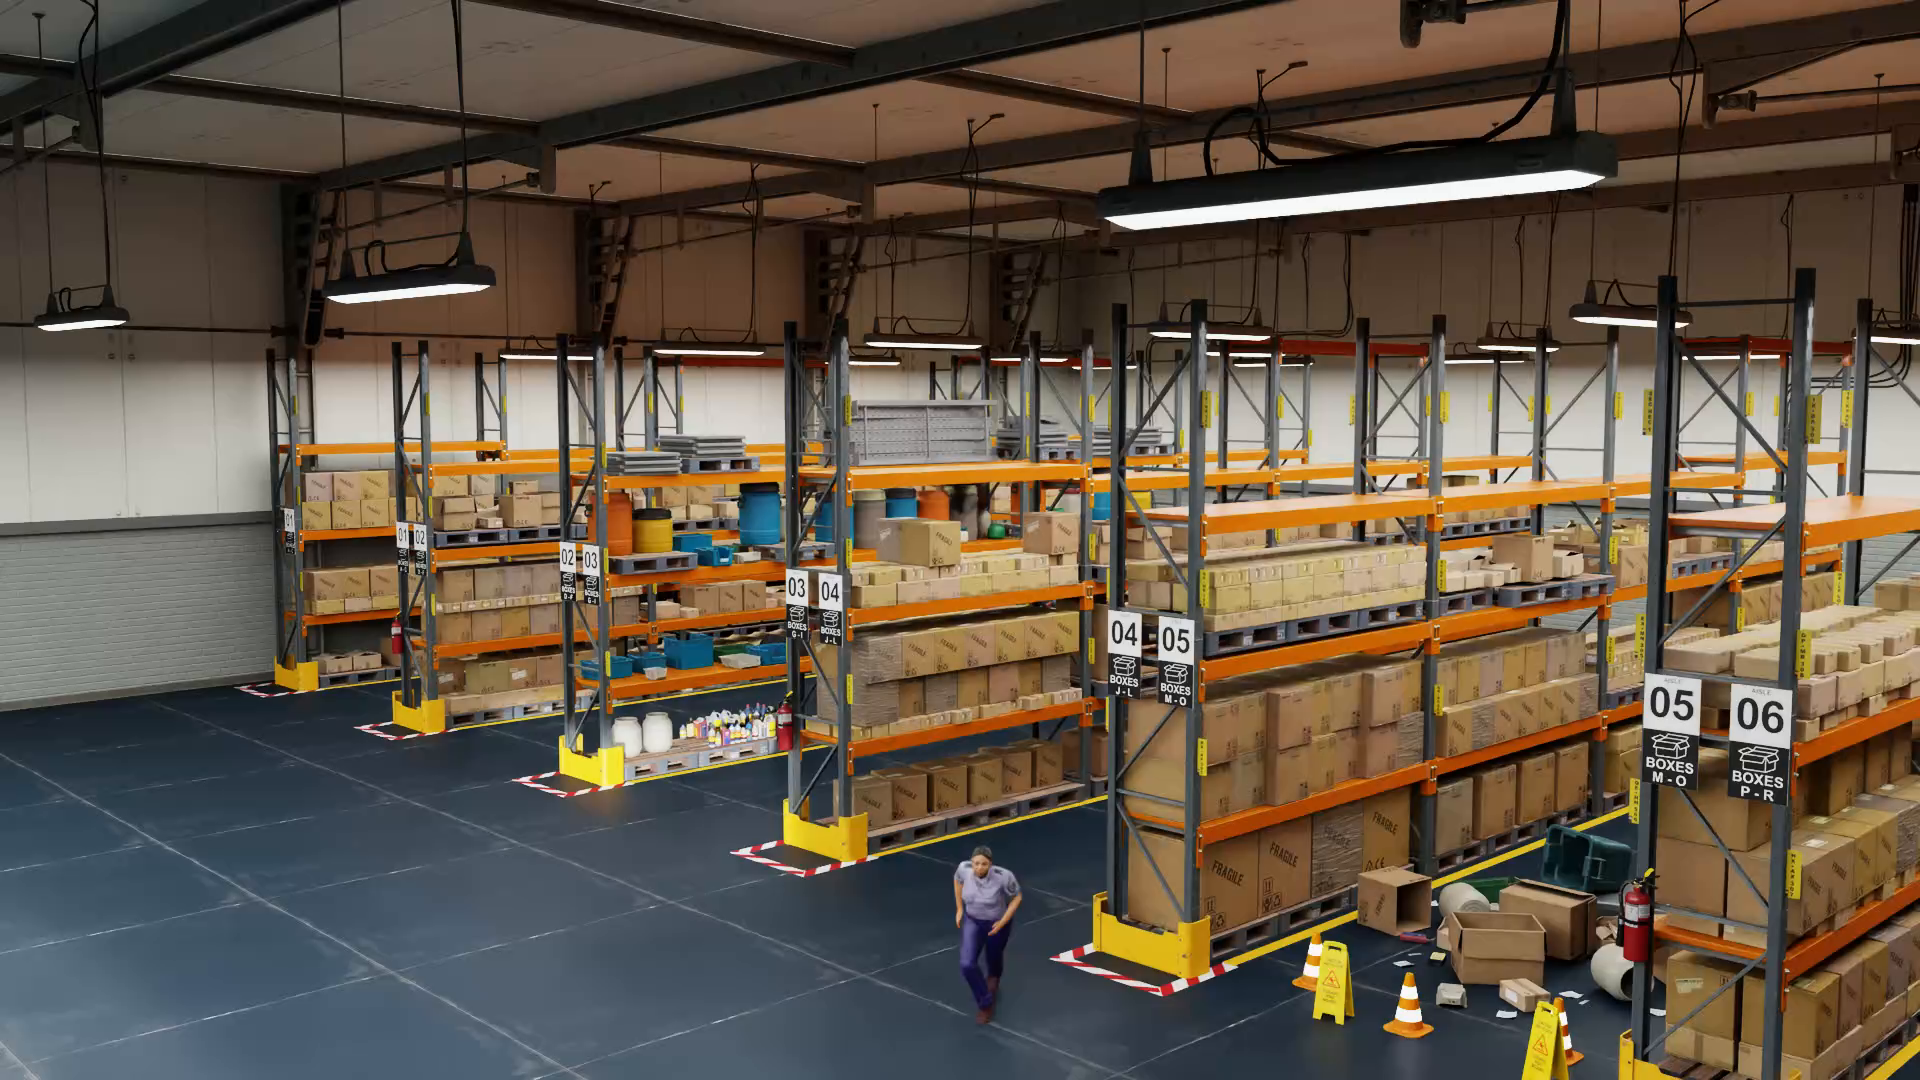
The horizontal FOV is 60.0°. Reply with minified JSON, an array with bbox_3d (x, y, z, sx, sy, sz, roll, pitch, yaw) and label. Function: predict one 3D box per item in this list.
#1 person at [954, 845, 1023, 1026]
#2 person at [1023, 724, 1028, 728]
[{"bbox_3d":[0.260,3.232,13.979,0.603,1.555,0.958,1,5,13],"label":"person"},{"bbox_3d":[1.136,1.925,24.709,0.538,1.610,0.808,3,6,33],"label":"person"}]
